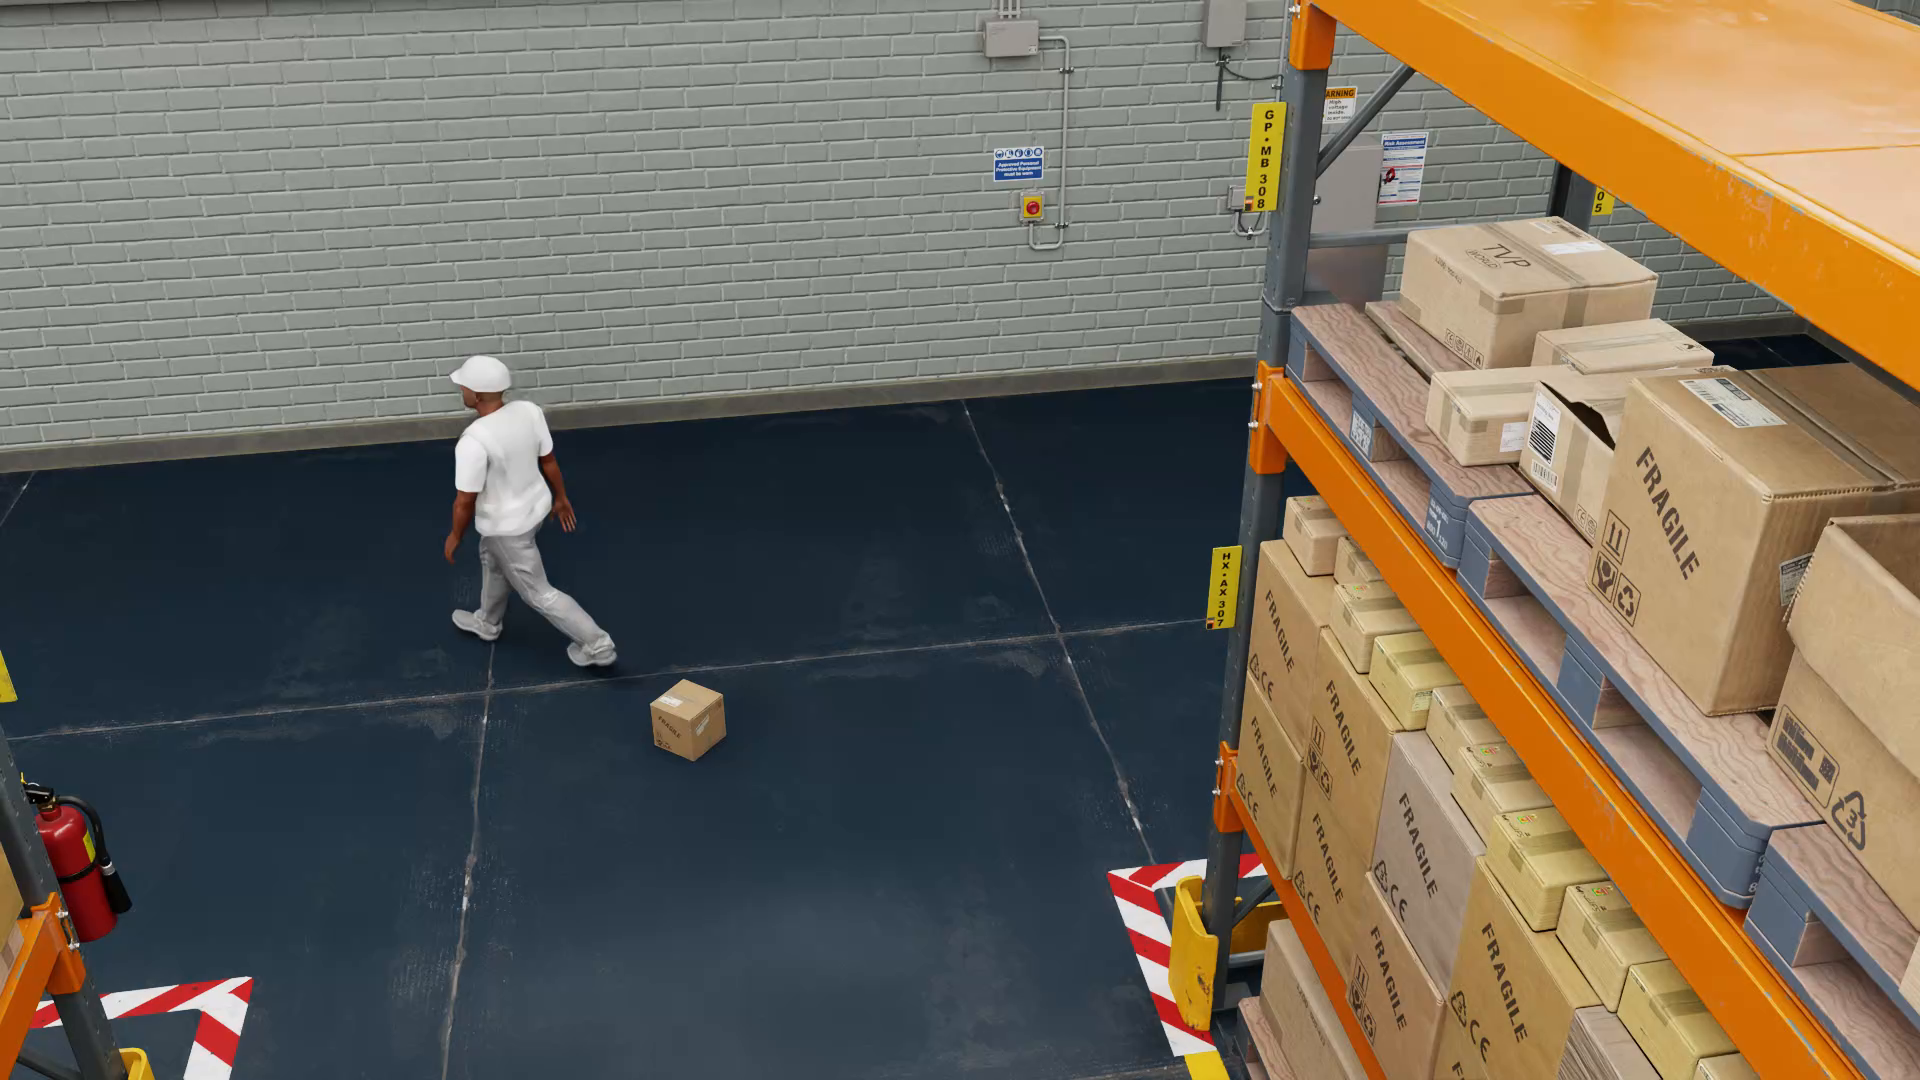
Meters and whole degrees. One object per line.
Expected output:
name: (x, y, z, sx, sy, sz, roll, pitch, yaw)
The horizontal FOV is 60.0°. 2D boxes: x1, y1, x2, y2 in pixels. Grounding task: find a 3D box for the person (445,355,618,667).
person: (-2.269, -0.123, 8.352, 1.095, 1.712, 0.600, 10, 32, 17)
